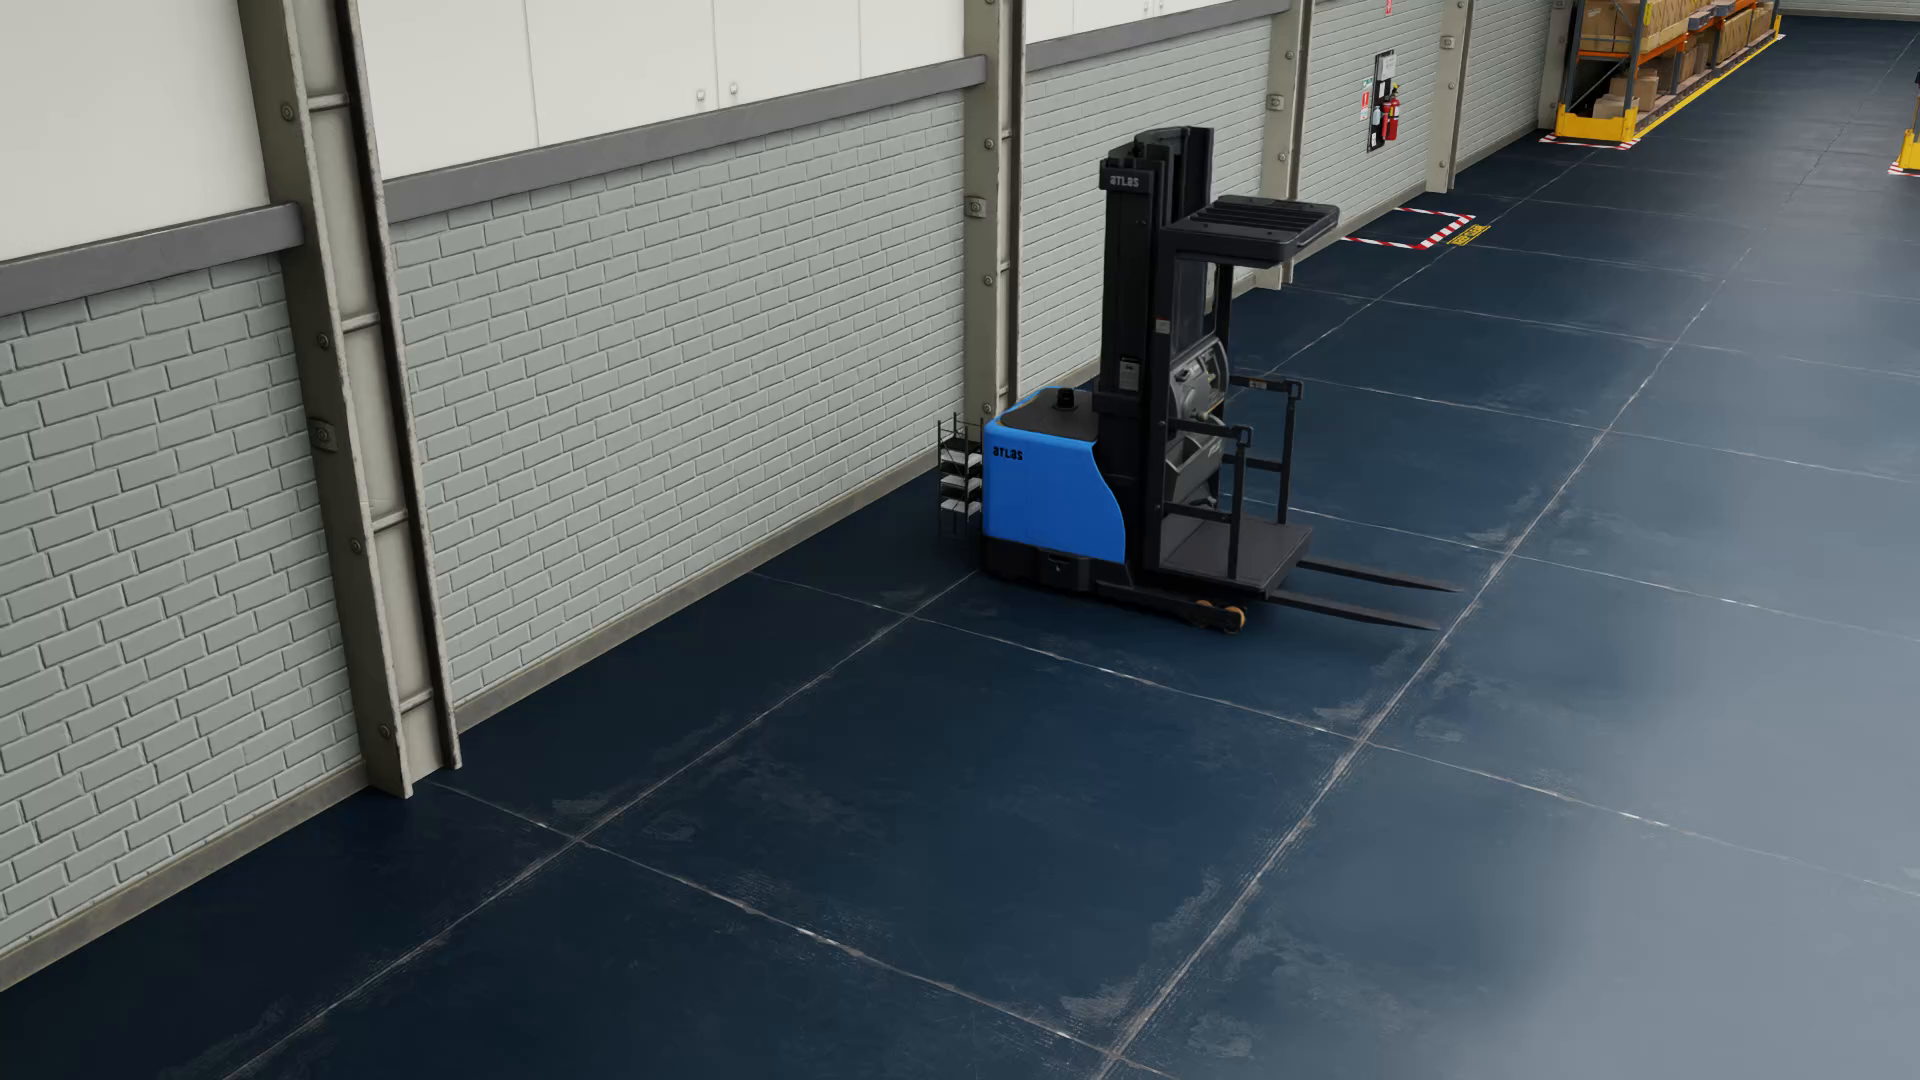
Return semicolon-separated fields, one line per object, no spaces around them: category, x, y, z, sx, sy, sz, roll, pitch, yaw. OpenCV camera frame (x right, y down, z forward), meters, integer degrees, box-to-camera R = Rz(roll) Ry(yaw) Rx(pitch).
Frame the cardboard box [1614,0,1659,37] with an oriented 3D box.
cardboard box;10.624;-8.194;26.122;0.500;0.500;0.500;14;27;29

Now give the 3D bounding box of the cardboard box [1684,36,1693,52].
cardboard box;13.381;-9.303;31.112;0.500;0.250;0.500;14;27;29

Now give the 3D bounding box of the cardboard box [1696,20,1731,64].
cardboard box;14.837;-9.939;33.109;0.750;0.750;0.750;13;27;28

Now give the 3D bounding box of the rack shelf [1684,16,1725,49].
rack shelf;13.282;-9.507;30.840;1.077;0.370;4.000;14;27;29

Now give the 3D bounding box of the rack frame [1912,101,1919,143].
rack frame;14.328;-6.775;23.624;1.000;3.000;0.127;14;27;29

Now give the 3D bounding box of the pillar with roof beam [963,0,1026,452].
pillar with roof beam;3.914;-4.005;9.674;9.100;9.000;0.400;14;27;29

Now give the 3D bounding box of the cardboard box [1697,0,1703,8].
cardboard box;13.146;-9.990;30.371;0.700;0.500;0.500;18;29;36

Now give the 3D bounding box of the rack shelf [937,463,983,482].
rack shelf;0.004;-0.468;11.555;0.258;0.077;0.200;14;27;29

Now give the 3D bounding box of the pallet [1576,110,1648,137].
pallet;10.616;-6.824;27.248;1.003;0.211;1.213;14;27;29

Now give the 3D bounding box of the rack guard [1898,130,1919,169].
rack guard;14.315;-5.620;24.102;1.175;0.500;0.348;14;27;29

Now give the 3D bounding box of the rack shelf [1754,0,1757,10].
rack shelf;17.502;-12.207;37.077;1.077;0.370;4.000;14;27;29

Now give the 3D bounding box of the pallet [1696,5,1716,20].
pallet;13.328;-9.747;30.731;1.003;0.211;1.213;14;27;29

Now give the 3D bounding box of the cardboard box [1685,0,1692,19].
cardboard box;12.241;-9.222;28.496;0.500;0.500;0.500;14;27;29

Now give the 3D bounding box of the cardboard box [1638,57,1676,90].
cardboard box;12.601;-8.468;30.129;0.700;0.500;0.500;15;28;31

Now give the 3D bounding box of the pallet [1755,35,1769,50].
pallet;17.558;-11.236;37.438;1.003;0.211;1.213;14;27;29

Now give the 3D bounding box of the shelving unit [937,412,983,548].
shelving unit;0.004;-0.416;11.578;0.258;0.900;0.210;14;27;29

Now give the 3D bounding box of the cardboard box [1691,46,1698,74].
cardboard box;13.631;-9.163;31.733;0.700;0.500;0.500;14;27;29

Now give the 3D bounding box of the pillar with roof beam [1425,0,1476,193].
pillar with roof beam;10.244;-8.055;19.030;9.100;9.000;0.400;14;27;29

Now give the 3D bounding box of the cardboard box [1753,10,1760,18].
cardboard box;17.264;-11.513;36.371;0.380;0.149;0.250;15;28;31

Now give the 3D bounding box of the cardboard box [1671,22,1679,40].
cardboard box;11.713;-8.539;27.863;0.500;0.250;0.500;14;27;29

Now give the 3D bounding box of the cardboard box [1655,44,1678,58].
cardboard box;12.831;-8.962;30.325;0.500;0.250;0.500;13;27;28

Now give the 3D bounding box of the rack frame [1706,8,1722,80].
rack frame;14.337;-10.512;32.256;1.000;3.000;0.127;14;27;29

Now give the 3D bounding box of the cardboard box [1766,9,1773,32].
cardboard box;18.273;-12.000;38.312;0.700;0.500;0.500;14;27;29

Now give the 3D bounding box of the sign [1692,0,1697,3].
sign;12.692;-9.448;28.709;0.100;0.325;0.005;14;27;29

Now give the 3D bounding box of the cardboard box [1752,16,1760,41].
cardboard box;17.197;-11.307;36.711;0.700;0.500;0.500;14;27;28

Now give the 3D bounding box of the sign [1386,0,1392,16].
sign;5.162;-6.460;19.979;0.001;0.298;0.199;14;27;29

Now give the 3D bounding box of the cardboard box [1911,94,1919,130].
cardboard box;14.358;-6.293;24.500;0.500;0.500;0.500;14;27;29

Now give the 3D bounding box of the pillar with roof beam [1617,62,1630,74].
pillar with roof beam;16.574;-12.105;28.385;9.100;9.000;0.400;14;27;29

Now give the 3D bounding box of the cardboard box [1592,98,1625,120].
cardboard box;10.559;-6.994;26.962;0.500;0.311;0.500;11;26;23

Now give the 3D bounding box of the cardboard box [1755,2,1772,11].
cardboard box;18.226;-12.130;37.795;0.380;0.149;0.250;15;27;30

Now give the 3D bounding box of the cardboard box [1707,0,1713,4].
cardboard box;13.826;-10.404;31.329;0.700;0.500;0.500;11;26;24

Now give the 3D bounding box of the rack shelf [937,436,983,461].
rack shelf;0.004;-0.633;11.484;0.258;0.077;0.200;14;27;29

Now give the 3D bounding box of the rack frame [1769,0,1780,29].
rack frame;18.557;-13.212;38.493;1.000;3.000;0.127;14;27;29

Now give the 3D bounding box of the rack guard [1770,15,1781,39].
rack guard;18.570;-12.073;39.008;1.175;0.500;0.348;14;27;29

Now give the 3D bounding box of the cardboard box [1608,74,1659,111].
cardboard box;11.289;-7.511;27.916;0.700;0.500;0.500;12;26;26

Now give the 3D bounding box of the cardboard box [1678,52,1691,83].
cardboard box;13.135;-8.817;30.934;0.700;0.500;0.500;14;27;30

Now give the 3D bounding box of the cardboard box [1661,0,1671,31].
cardboard box;11.172;-8.532;26.903;0.500;0.500;0.500;13;27;27

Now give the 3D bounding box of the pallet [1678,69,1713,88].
pallet;13.924;-8.969;32.201;1.003;0.211;1.213;14;27;29

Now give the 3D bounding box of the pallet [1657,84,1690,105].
pallet;12.637;-8.145;30.299;1.003;0.211;1.213;14;27;29

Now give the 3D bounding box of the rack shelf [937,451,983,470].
rack shelf;0.004;-0.550;11.519;0.258;0.077;0.200;14;27;29

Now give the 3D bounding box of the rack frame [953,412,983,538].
rack frame;0.058;-0.450;11.657;0.240;0.900;0.006;14;27;29

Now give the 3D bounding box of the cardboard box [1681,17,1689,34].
cardboard box;12.235;-8.879;28.647;0.500;0.250;0.500;14;27;29

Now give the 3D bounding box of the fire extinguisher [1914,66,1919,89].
fire extinguisher;13.871;-6.797;23.772;0.296;0.674;0.183;14;27;29

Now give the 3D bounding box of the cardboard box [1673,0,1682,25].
cardboard box;11.707;-8.884;27.717;0.500;0.500;0.500;13;27;27

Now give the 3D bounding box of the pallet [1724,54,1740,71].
pallet;15.462;-9.892;34.336;1.003;0.211;1.213;14;27;29

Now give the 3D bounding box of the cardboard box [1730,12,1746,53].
cardboard box;15.748;-10.521;34.454;0.750;0.750;0.750;15;27;31

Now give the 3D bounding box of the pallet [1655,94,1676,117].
pallet;11.903;-7.648;29.151;1.003;0.211;1.213;14;27;29

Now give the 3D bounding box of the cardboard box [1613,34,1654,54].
cardboard box;10.644;-7.850;26.271;0.500;0.250;0.500;13;27;27

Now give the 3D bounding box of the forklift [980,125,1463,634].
forklift;1.683;-1.002;10.375;3.031;2.935;1.130;12;26;25

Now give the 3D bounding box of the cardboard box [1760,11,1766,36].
cardboard box;17.744;-11.661;37.530;0.700;0.500;0.500;13;27;27

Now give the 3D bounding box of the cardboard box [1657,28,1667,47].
cardboard box;11.180;-8.199;27.077;0.500;0.250;0.500;13;27;28

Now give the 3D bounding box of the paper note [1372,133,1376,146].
paper note;5.099;-4.928;20.468;0.016;0.148;0.142;14;27;29
